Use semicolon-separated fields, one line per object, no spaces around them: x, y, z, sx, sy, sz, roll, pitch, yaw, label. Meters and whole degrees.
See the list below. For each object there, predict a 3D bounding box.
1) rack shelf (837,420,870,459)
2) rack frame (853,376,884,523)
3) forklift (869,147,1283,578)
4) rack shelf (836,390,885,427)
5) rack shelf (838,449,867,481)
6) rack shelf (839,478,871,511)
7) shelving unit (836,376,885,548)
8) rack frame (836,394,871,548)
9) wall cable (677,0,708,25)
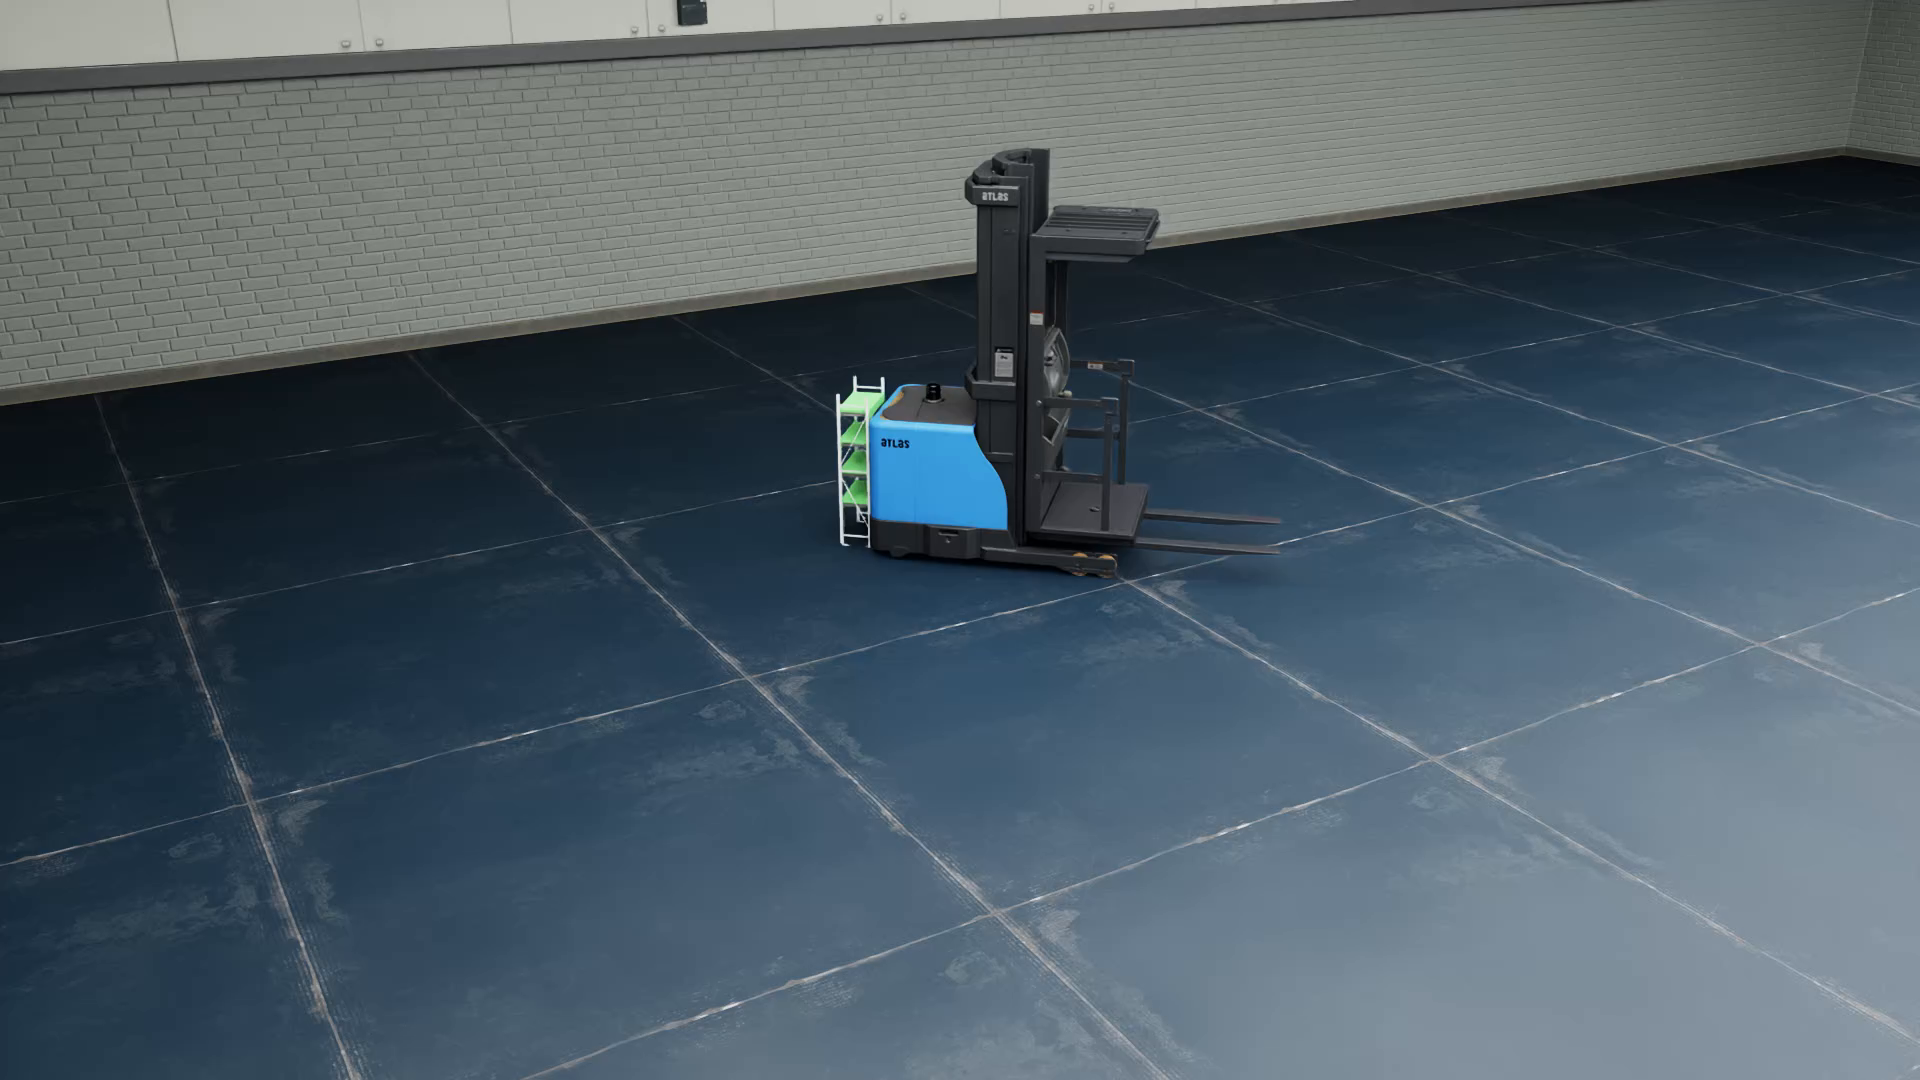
-0.745;-0.763;12.628;0.258;0.148;0.480;4;23;11;rack shelf
-0.697;-0.690;12.916;0.240;1.200;0.015;4;23;11;rack frame
0.892;-1.298;12.111;3.031;2.935;1.130;5;23;11;forklift
-0.745;-0.985;12.537;0.258;0.148;0.480;4;23;11;rack shelf
-0.745;-0.541;12.718;0.258;0.148;0.480;4;23;11;rack shelf
-0.745;-0.318;12.808;0.258;0.148;0.480;4;23;11;rack shelf
-0.745;-0.600;12.694;0.258;1.200;0.503;4;23;11;shelving unit
-0.794;-0.510;12.472;0.240;1.200;0.015;4;23;11;rack frame
-2.056;-8.617;17.545;2.305;6.003;0.169;-13;25;-28;wall cable
